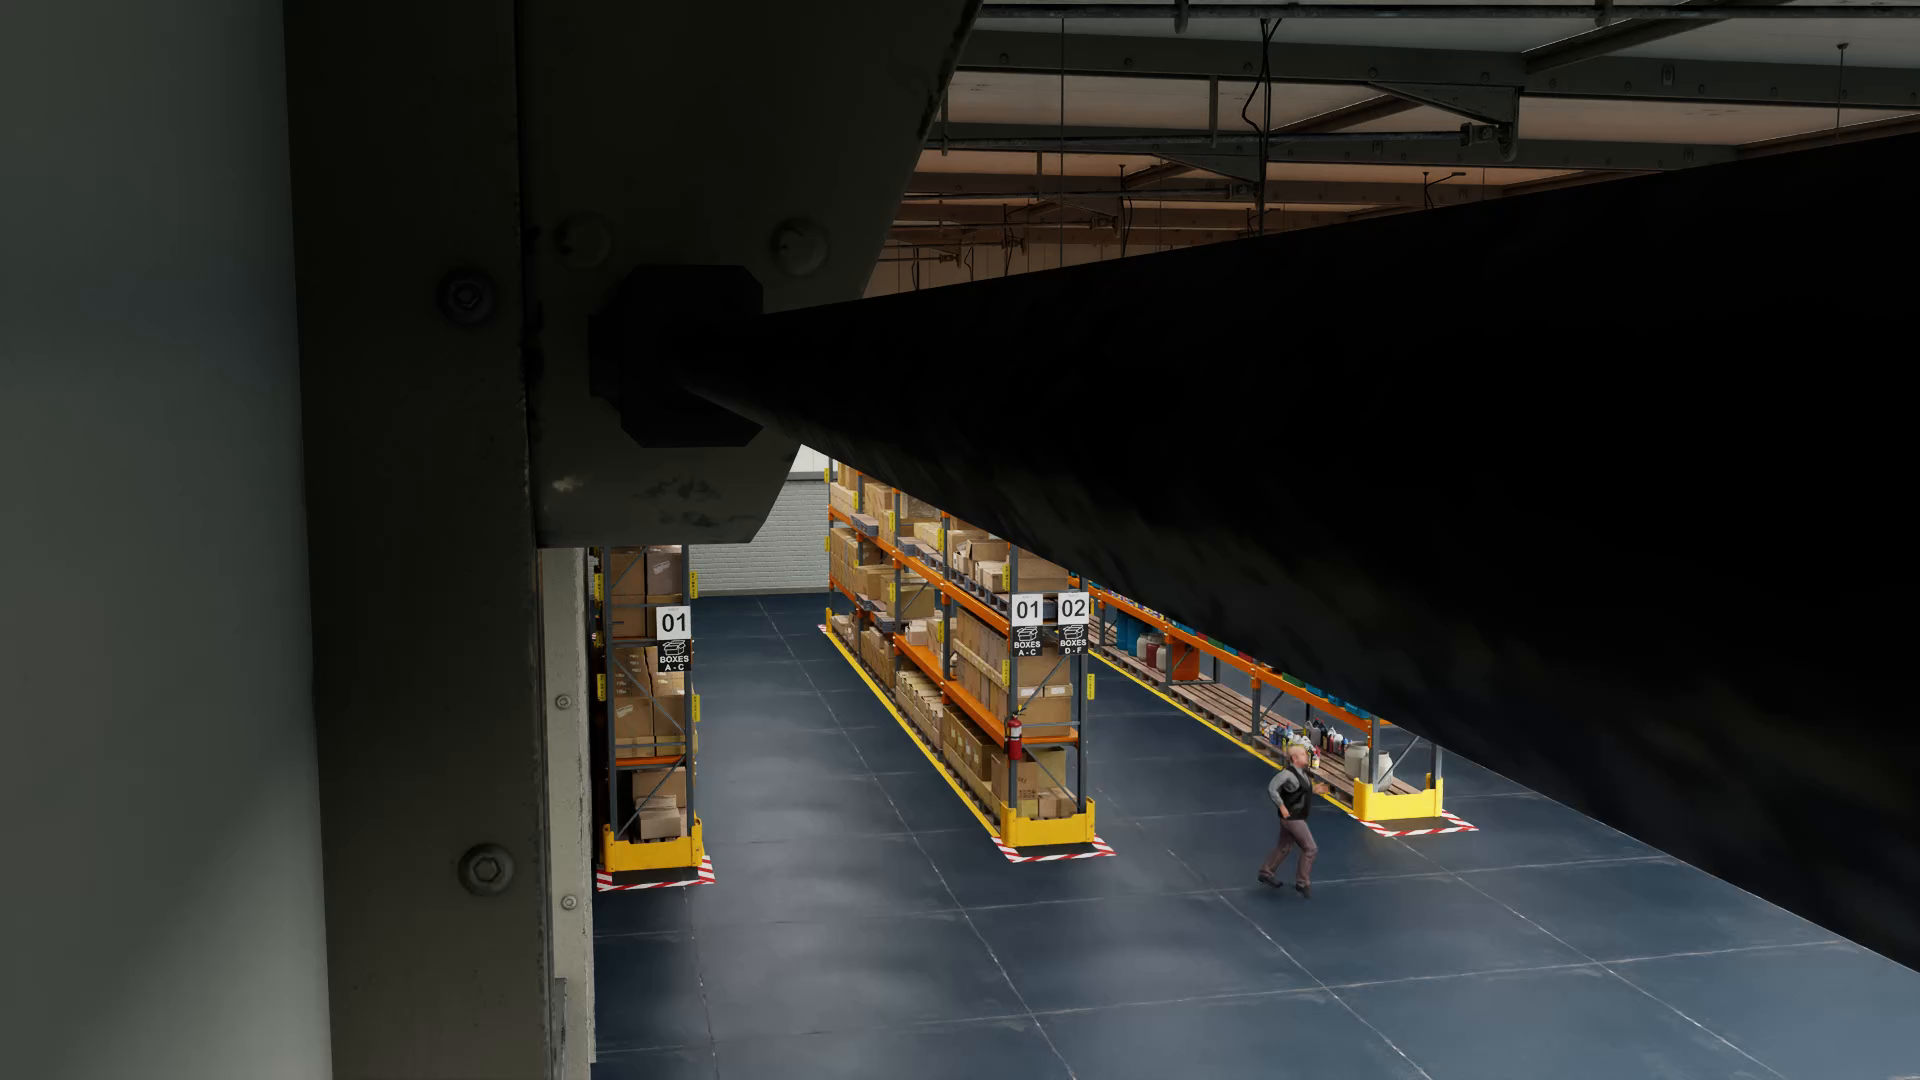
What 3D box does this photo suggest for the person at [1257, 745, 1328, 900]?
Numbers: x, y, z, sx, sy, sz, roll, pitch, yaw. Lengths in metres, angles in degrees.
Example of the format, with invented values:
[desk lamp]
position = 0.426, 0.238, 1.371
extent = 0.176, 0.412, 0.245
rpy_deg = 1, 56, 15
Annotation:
[person]
position = 3.827, 3.231, 19.113
extent = 0.771, 1.792, 0.626
rpy_deg = 2, 7, 19
